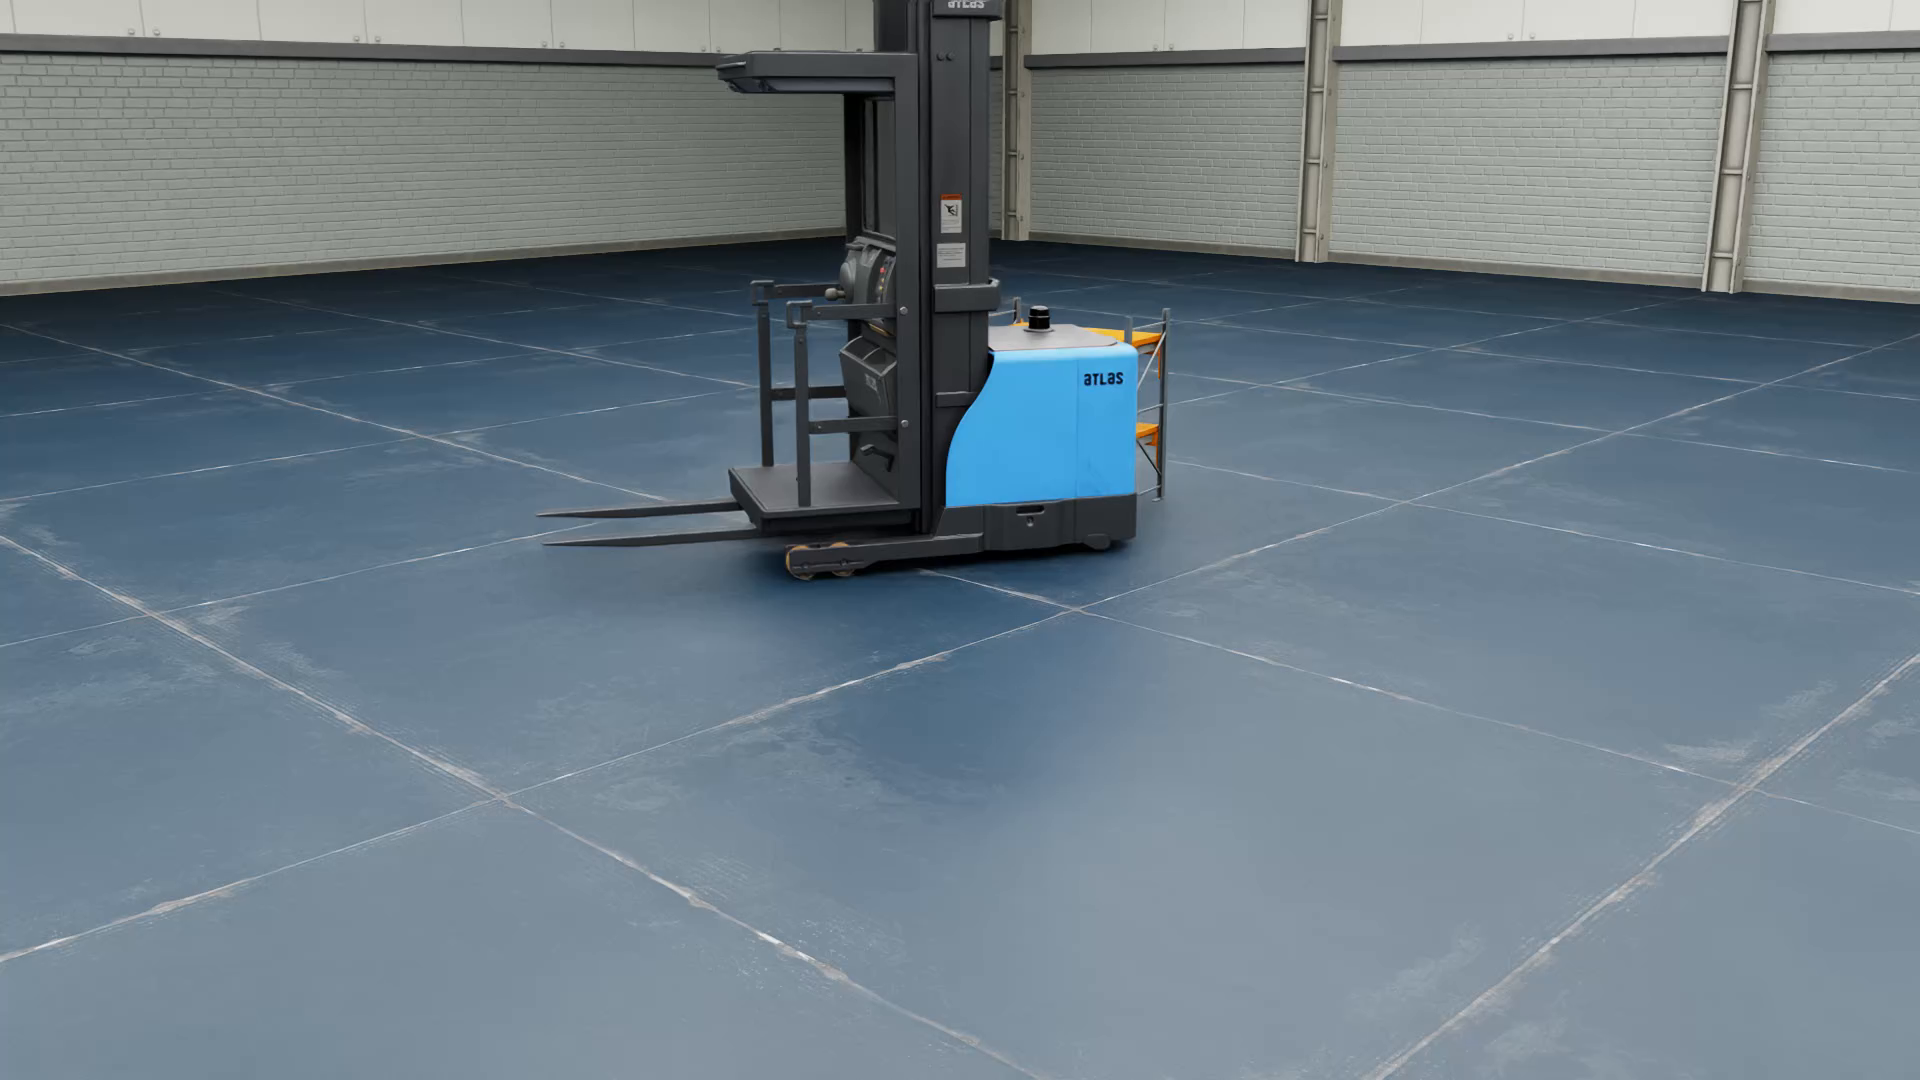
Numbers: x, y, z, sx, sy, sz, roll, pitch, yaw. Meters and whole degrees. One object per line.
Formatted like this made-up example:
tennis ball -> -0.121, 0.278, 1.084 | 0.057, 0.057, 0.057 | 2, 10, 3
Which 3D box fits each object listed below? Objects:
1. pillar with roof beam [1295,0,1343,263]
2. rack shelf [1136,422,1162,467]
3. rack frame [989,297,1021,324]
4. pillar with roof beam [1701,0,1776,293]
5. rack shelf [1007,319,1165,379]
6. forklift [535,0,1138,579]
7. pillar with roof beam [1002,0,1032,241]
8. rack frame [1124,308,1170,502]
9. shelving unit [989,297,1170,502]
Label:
pillar with roof beam -> 2.302, -7.763, 20.879 | 0.400, 9.000, 9.100 | 14, 20, 42
rack shelf -> 0.642, -0.577, 9.884 | 1.000, 0.278, 0.538 | 10, 17, 33
rack frame -> 0.220, -0.885, 10.098 | 0.032, 1.125, 0.500 | 10, 17, 33
pillar with roof beam -> 6.621, -6.713, 16.849 | 0.400, 9.000, 9.100 | 14, 20, 42
rack shelf -> 0.642, -1.097, 9.749 | 1.000, 0.278, 0.538 | 10, 17, 33
forklift -> -0.650, -1.373, 8.388 | 3.031, 2.935, 1.130 | -4, 15, -16
pillar with roof beam -> -2.018, -8.813, 24.909 | 0.400, 9.000, 9.100 | 14, 20, 42
rack frame -> 1.063, -0.742, 9.547 | 0.032, 1.125, 0.500 | 10, 17, 33
shelving unit -> 0.642, -0.813, 9.823 | 1.048, 1.125, 0.538 | 10, 17, 33
